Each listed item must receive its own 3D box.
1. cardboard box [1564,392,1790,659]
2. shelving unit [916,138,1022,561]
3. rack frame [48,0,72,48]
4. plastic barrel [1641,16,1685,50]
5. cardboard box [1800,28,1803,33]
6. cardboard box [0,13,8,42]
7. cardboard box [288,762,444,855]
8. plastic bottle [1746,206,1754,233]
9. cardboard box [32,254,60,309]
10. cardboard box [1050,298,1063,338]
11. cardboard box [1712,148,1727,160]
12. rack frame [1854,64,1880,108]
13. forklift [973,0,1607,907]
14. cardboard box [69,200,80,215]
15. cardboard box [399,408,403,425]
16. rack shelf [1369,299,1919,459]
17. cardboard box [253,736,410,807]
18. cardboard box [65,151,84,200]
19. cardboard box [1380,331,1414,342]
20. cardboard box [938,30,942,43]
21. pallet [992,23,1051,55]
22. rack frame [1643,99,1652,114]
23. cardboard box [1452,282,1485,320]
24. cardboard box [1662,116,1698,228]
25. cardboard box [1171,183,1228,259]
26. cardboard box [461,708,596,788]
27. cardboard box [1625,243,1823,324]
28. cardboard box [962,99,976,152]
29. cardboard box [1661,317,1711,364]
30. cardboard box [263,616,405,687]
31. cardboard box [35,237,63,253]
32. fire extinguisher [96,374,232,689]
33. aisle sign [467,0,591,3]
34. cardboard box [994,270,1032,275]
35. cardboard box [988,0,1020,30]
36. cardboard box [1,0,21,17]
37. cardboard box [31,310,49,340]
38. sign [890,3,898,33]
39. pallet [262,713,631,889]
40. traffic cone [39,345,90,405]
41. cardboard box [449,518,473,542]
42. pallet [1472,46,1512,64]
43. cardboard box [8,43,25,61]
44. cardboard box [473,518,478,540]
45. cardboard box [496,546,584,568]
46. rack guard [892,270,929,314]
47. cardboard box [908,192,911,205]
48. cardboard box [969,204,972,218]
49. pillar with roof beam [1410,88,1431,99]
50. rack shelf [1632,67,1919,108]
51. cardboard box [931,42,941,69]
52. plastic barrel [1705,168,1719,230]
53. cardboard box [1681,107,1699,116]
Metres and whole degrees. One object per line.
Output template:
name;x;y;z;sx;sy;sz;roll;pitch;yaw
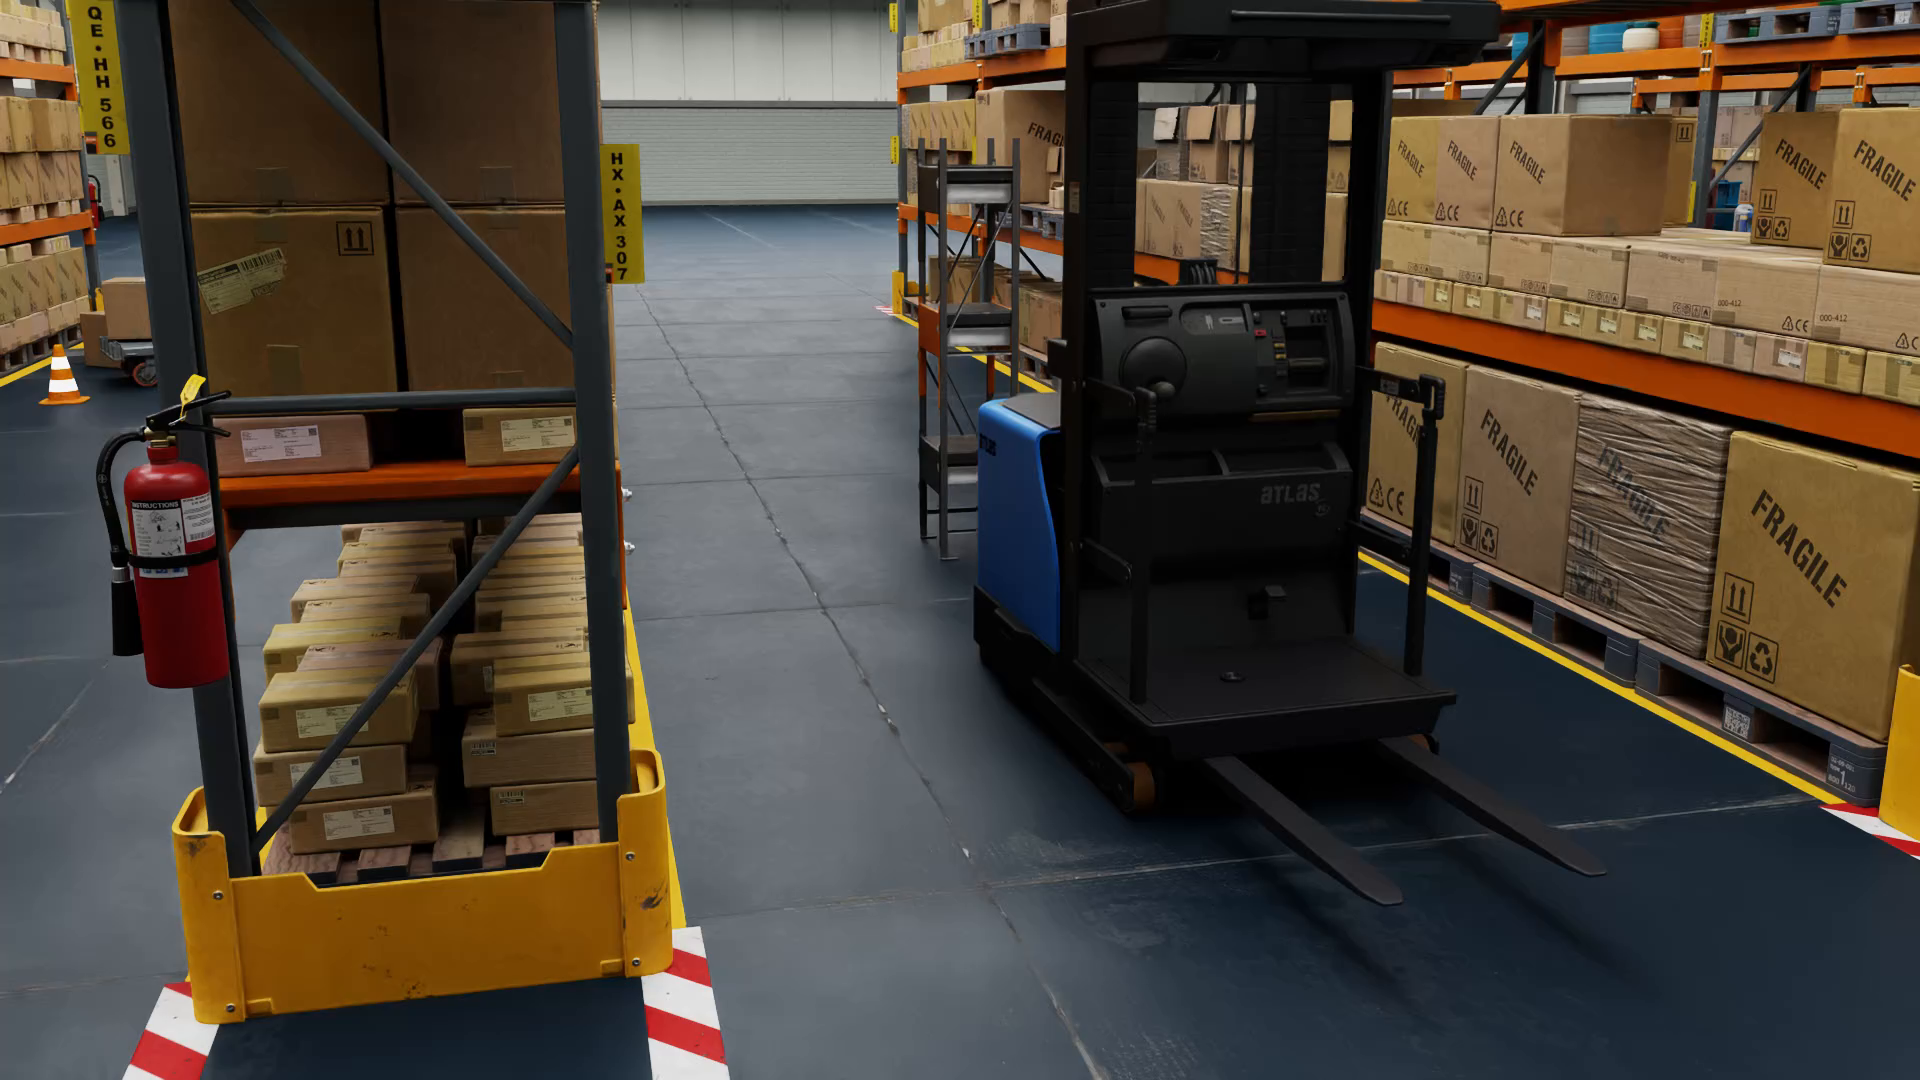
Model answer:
cardboard box;3.070;-0.100;6.609;0.875;0.875;0.875;-3;14;-13
shelving unit;0.039;-0.982;8.522;0.431;2.100;0.503;-3;14;-13
rack frame;-9.879;-6.628;17.096;1.000;3.000;0.127;-3;14;-13
plastic barrel;6.312;-4.715;14.681;0.600;0.830;0.708;-3;14;-13
cardboard box;10.059;-6.061;19.698;0.797;0.503;0.637;-2;14;-7
cardboard box;-9.012;-4.671;15.096;0.500;0.250;0.500;-3;14;-13
cardboard box;-1.659;0.749;4.663;0.380;0.149;0.250;-3;14;-12
plastic bottle;6.235;-2.488;13.062;0.097;0.271;0.097;0;14;0
cardboard box;-9.200;-2.539;16.329;0.500;0.500;0.500;-4;14;-15
cardboard box;1.174;-1.831;14.442;0.700;0.500;0.500;-2;14;-8
cardboard box;9.571;-4.782;20.601;0.380;0.149;0.250;-3;14;-14
rack frame;10.324;-3.895;18.549;1.000;3.000;0.127;-3;14;-13
forklift;0.963;-0.620;5.422;1.129;2.867;3.031;-4;14;-16
cardboard box;-9.416;-3.465;17.320;0.380;0.149;0.250;-3;14;-14
cardboard box;-1.780;-0.376;4.675;0.380;0.149;0.250;-3;14;-14
rack shelf;3.042;-0.687;6.935;1.077;0.370;4.000;-3;14;-13
cardboard box;-1.735;0.609;4.611;0.380;0.149;0.250;-4;14;-15
cardboard box;-9.483;-3.797;17.311;0.500;0.500;0.500;-4;14;-14
cardboard box;2.403;-0.816;9.540;1.225;0.875;0.875;-3;14;-13
cardboard box;-0.030;-5.411;17.910;0.380;0.149;0.250;-3;14;-14
pallet;0.982;-4.322;14.373;1.213;0.211;1.003;-3;14;-13
rack frame;9.387;-4.818;22.326;0.949;2.616;0.053;-3;14;-13
cardboard box;2.506;-1.107;7.668;0.380;0.149;0.250;-4;14;-15
cardboard box;3.054;-1.727;7.784;0.500;0.500;0.500;-3;14;-13
cardboard box;1.730;-2.105;11.013;0.500;0.500;0.500;-4;14;-14
cardboard box;-1.207;0.579;4.731;0.380;0.149;0.250;-3;14;-11
cardboard box;2.902;-0.978;6.300;0.500;0.250;0.500;-4;14;-15
cardboard box;0.320;-4.111;16.488;0.500;0.500;0.500;-3;14;-13
cardboard box;2.867;-0.752;6.216;0.380;0.149;0.250;-4;14;-14
cardboard box;-1.891;0.348;5.051;0.380;0.149;0.250;-4;14;-14
cardboard box;-9.230;-2.952;16.652;0.380;0.149;0.250;-3;14;-12
fire extinguisher;-1.723;-0.019;3.635;0.296;0.674;0.183;-3;14;-13
aisle sign;-1.024;-1.585;3.616;0.394;0.787;0.004;-3;14;-13
cardboard box;0.497;-2.559;17.465;0.500;0.500;0.500;1;14;5
cardboard box;0.708;-4.941;15.408;0.797;0.503;0.637;-4;14;-16
cardboard box;-9.119;-5.023;15.695;0.380;0.149;0.250;-3;14;-12
cardboard box;-9.079;-2.055;15.928;0.500;0.250;0.500;-3;14;-14
sign;-0.773;-6.118;19.485;0.100;0.325;0.005;-3;14;-13
pallet;-1.507;0.826;5.103;1.003;0.211;1.213;-3;14;-13
traffic cone;-7.287;-1.351;13.481;0.336;0.463;0.334;-3;14;-13
cardboard box;-2.195;-0.081;6.805;0.380;0.149;0.250;-4;14;-15
pallet;5.244;-5.146;17.747;1.213;0.211;1.003;-3;14;-13
cardboard box;-9.119;-4.630;15.769;0.380;0.149;0.250;-3;14;-14
cardboard box;-2.260;0.001;7.099;0.380;0.149;0.250;-3;14;-14
cardboard box;-1.454;0.128;5.953;0.380;0.149;0.250;-3;14;-12
rack guard;-0.228;-3.034;20.294;1.175;0.500;0.348;-3;14;-13
cardboard box;-0.411;-4.065;19.775;0.380;0.149;0.250;-3;14;-13
cardboard box;0.308;-3.313;16.696;0.380;0.149;0.250;-3;14;-13
pillar with roof beam;6.792;-11.808;38.298;9.100;9.000;0.400;-3;14;-13
rack shelf;9.854;-5.464;20.167;1.077;0.370;4.000;-3;14;-13
cardboard box;-0.017;-5.172;17.772;0.500;0.250;0.500;-3;14;-12
plastic barrel;6.044;-2.853;13.998;0.600;0.536;0.708;-3;14;-13
cardboard box;9.623;-5.255;21.171;0.700;0.500;0.500;-4;14;-15
